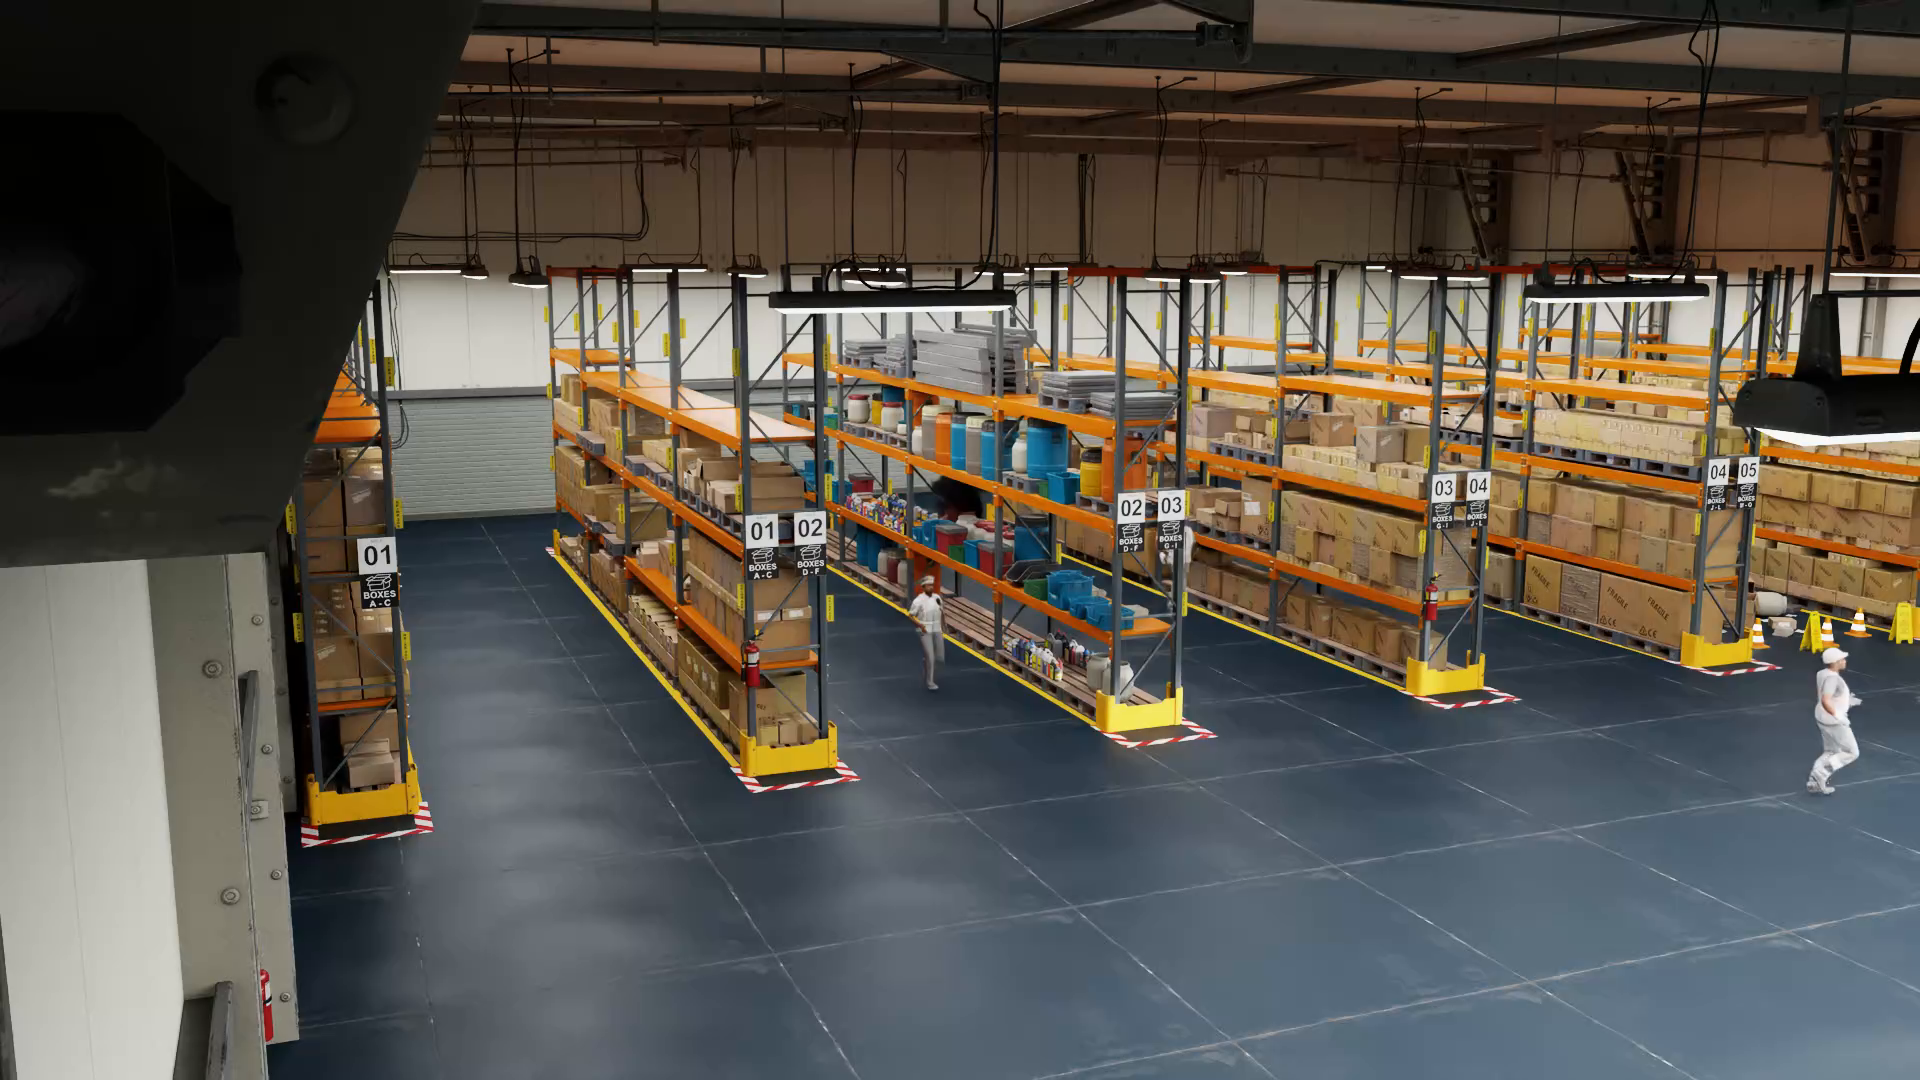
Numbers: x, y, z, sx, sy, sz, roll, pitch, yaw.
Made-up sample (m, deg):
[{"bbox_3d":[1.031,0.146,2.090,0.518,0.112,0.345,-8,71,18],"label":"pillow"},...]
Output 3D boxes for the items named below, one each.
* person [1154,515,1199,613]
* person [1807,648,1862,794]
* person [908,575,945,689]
[{"bbox_3d":[3.645,0.435,27.459,0.656,1.862,0.709,-7,12,-34],"label":"person"},{"bbox_3d":[10.246,2.117,19.401,0.584,1.742,0.643,2,10,9],"label":"person"},{"bbox_3d":[-0.476,1.321,24.132,0.544,1.649,0.569,-5,11,-28],"label":"person"}]
